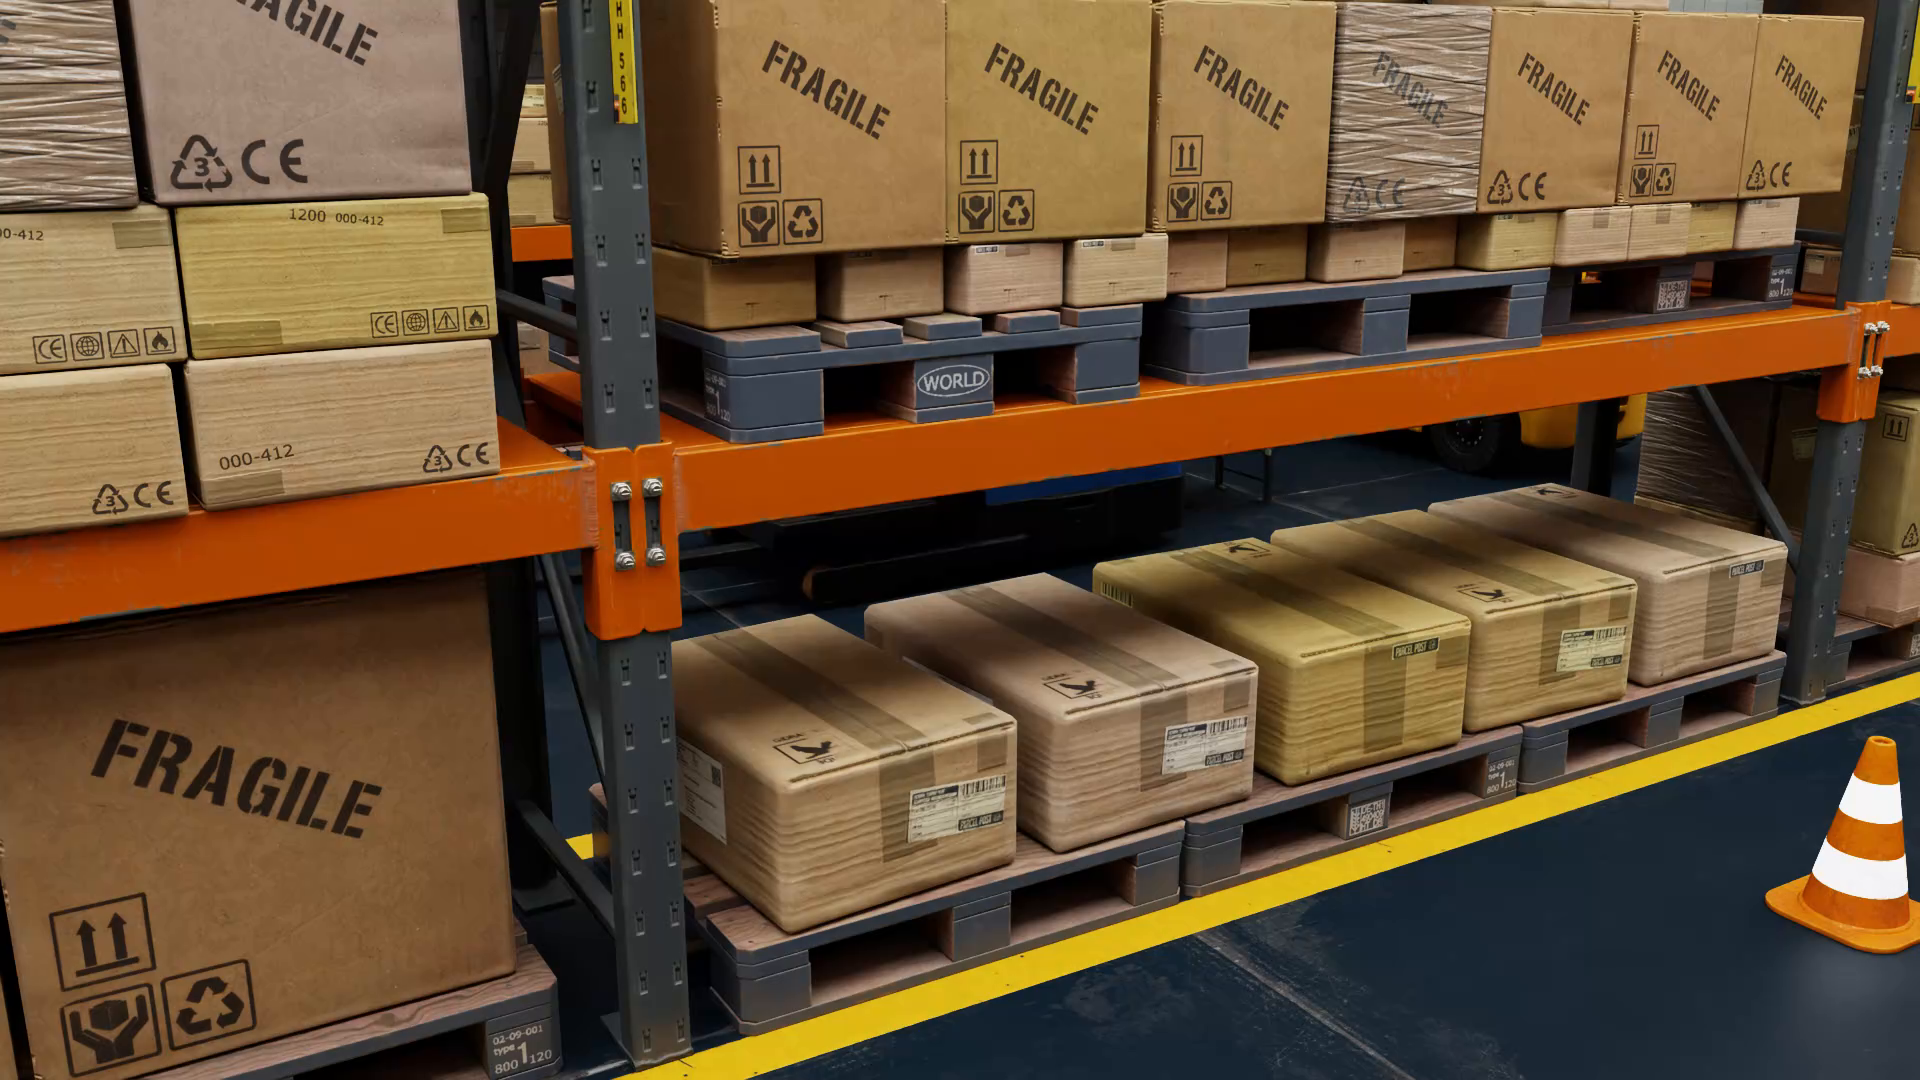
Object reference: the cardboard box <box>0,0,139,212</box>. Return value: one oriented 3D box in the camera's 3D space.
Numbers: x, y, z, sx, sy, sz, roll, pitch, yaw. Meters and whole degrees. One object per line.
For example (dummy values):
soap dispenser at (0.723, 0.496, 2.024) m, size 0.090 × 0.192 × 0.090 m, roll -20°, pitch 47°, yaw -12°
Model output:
cardboard box at (-1.620, -0.785, 2.614) m, size 0.500 × 0.500 × 0.500 m, roll -9°, pitch 18°, yaw -29°

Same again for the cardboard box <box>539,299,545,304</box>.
cardboard box at (-1.760, -0.937, 8.817) m, size 0.625 × 0.625 × 0.875 m, roll -10°, pitch 19°, yaw -32°

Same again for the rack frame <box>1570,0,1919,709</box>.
rack frame at (2.553, -1.017, 5.479) m, size 0.127 × 3.000 × 1.000 m, roll -9°, pitch 18°, yaw -30°

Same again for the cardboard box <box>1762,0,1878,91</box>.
cardboard box at (3.042, -1.700, 5.330) m, size 0.500 × 0.500 × 0.700 m, roll -9°, pitch 18°, yaw -30°

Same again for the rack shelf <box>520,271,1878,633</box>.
rack shelf at (0.839, -0.392, 4.585) m, size 4.000 × 0.370 × 1.077 m, roll -9°, pitch 18°, yaw -30°

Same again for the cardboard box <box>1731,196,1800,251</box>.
cardboard box at (2.254, -0.963, 4.974) m, size 0.250 × 0.149 × 0.380 m, roll -9°, pitch 18°, yaw -29°

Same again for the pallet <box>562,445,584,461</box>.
pallet at (-1.665, -0.540, 8.944) m, size 1.213 × 0.211 × 1.003 m, roll -9°, pitch 18°, yaw -30°

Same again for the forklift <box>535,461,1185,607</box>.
forklift at (-0.542, -1.311, 6.657) m, size 3.031 × 2.935 × 1.130 m, roll -9°, pitch 18°, yaw -30°

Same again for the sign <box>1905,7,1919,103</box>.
sign at (2.842, -1.446, 4.867) m, size 0.005 × 0.325 × 0.100 m, roll -9°, pitch 18°, yaw -30°

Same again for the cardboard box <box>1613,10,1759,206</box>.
cardboard box at (1.851, -1.224, 4.704) m, size 0.500 × 0.500 × 0.500 m, roll -9°, pitch 18°, yaw -29°

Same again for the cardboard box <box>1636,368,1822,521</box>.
cardboard box at (2.922, -0.400, 6.207) m, size 0.500 × 0.500 × 0.500 m, roll -9°, pitch 18°, yaw -30°

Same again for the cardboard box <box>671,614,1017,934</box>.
cardboard box at (-0.386, 0.526, 4.066) m, size 0.625 × 0.372 × 0.950 m, roll -11°, pitch 19°, yaw -33°

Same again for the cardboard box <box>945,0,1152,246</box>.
cardboard box at (0.072, -0.937, 3.682) m, size 0.500 × 0.500 × 0.500 m, roll -8°, pitch 18°, yaw -27°

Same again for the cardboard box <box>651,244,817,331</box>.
cardboard box at (-0.501, -0.544, 3.481) m, size 0.250 × 0.149 × 0.380 m, roll -10°, pitch 19°, yaw -33°

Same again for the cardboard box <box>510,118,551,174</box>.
cardboard box at (-2.041, -1.920, 8.054) m, size 0.500 × 0.250 × 0.500 m, roll -10°, pitch 18°, yaw -31°

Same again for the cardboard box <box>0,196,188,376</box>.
cardboard box at (-1.598, -0.431, 2.741) m, size 0.500 × 0.250 × 0.500 m, roll -10°, pitch 18°, yaw -31°

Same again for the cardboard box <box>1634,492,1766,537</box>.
cardboard box at (2.921, -0.039, 6.309) m, size 0.500 × 0.250 × 0.500 m, roll -8°, pitch 18°, yaw -27°

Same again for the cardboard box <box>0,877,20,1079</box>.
cardboard box at (-2.277, 0.560, 3.013) m, size 0.875 × 0.875 × 0.875 m, roll -9°, pitch 18°, yaw -29°

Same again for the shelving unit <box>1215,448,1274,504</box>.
shelving unit at (1.080, -0.896, 7.827) m, size 0.755 × 1.500 × 0.431 m, roll -9°, pitch 18°, yaw -30°

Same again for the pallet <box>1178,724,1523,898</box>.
pallet at (0.840, 0.605, 4.860) m, size 1.213 × 0.211 × 1.003 m, roll -9°, pitch 18°, yaw -30°

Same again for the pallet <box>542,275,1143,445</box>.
pallet at (-0.320, -0.492, 3.963) m, size 1.003 × 0.211 × 1.213 m, roll -9°, pitch 18°, yaw -30°

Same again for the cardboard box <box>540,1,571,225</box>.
cardboard box at (-0.629, -0.982, 3.840) m, size 0.500 × 0.500 × 0.500 m, roll -10°, pitch 18°, yaw -31°

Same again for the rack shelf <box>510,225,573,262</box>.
rack shelf at (-1.721, -1.540, 8.680) m, size 4.000 × 0.370 × 1.077 m, roll -9°, pitch 18°, yaw -30°

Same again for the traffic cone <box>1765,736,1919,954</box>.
traffic cone at (2.211, 0.701, 4.051) m, size 0.334 × 0.463 × 0.336 m, roll -9°, pitch 18°, yaw -30°

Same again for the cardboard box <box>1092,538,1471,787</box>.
cardboard box at (0.895, 0.318, 4.810) m, size 0.625 × 0.372 × 0.950 m, roll -9°, pitch 18°, yaw -28°

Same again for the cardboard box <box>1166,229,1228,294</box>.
cardboard box at (0.429, -0.688, 3.994) m, size 0.250 × 0.149 × 0.380 m, roll -8°, pitch 18°, yaw -26°

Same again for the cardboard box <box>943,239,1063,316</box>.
cardboard box at (0.017, -0.603, 3.691) m, size 0.250 × 0.149 × 0.380 m, roll -11°, pitch 19°, yaw -33°

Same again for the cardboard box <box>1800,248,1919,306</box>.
cardboard box at (2.988, -0.865, 5.405) m, size 0.250 × 0.149 × 0.380 m, roll -9°, pitch 18°, yaw -30°

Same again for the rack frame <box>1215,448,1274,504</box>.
rack frame at (1.394, -0.946, 8.007) m, size 0.023 × 1.500 × 0.400 m, roll -9°, pitch 18°, yaw -30°

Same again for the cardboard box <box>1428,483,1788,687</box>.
cardboard box at (2.105, 0.120, 5.515) m, size 0.625 × 0.372 × 0.950 m, roll -9°, pitch 18°, yaw -29°

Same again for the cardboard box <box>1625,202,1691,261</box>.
cardboard box at (1.816, -0.886, 4.700) m, size 0.250 × 0.149 × 0.380 m, roll -10°, pitch 18°, yaw -31°

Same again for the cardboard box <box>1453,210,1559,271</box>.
cardboard box at (1.372, -0.824, 4.480) m, size 0.250 × 0.149 × 0.380 m, roll -9°, pitch 18°, yaw -30°

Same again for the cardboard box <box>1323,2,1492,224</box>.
cardboard box at (0.957, -1.080, 4.192) m, size 0.500 × 0.500 × 0.500 m, roll -10°, pitch 19°, yaw -32°

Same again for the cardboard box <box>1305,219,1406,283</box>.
cardboard box at (0.909, -0.757, 4.242) m, size 0.250 × 0.149 × 0.380 m, roll -9°, pitch 18°, yaw -28°

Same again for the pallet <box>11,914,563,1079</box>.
pallet at (-1.590, 0.974, 3.543) m, size 1.213 × 0.211 × 1.003 m, roll -9°, pitch 18°, yaw -30°

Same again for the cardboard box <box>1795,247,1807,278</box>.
cardboard box at (2.882, -1.047, 6.054) m, size 0.250 × 0.149 × 0.380 m, roll -9°, pitch 18°, yaw -28°

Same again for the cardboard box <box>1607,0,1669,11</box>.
cardboard box at (1.690, -1.507, 4.514) m, size 0.250 × 0.149 × 0.380 m, roll -10°, pitch 18°, yaw -31°

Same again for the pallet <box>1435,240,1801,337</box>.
pallet at (1.823, -0.852, 5.246) m, size 1.213 × 0.211 × 1.003 m, roll -9°, pitch 18°, yaw -30°

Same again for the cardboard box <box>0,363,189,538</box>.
cardboard box at (-1.605, -0.183, 2.785) m, size 0.500 × 0.250 × 0.500 m, roll -9°, pitch 18°, yaw -29°
